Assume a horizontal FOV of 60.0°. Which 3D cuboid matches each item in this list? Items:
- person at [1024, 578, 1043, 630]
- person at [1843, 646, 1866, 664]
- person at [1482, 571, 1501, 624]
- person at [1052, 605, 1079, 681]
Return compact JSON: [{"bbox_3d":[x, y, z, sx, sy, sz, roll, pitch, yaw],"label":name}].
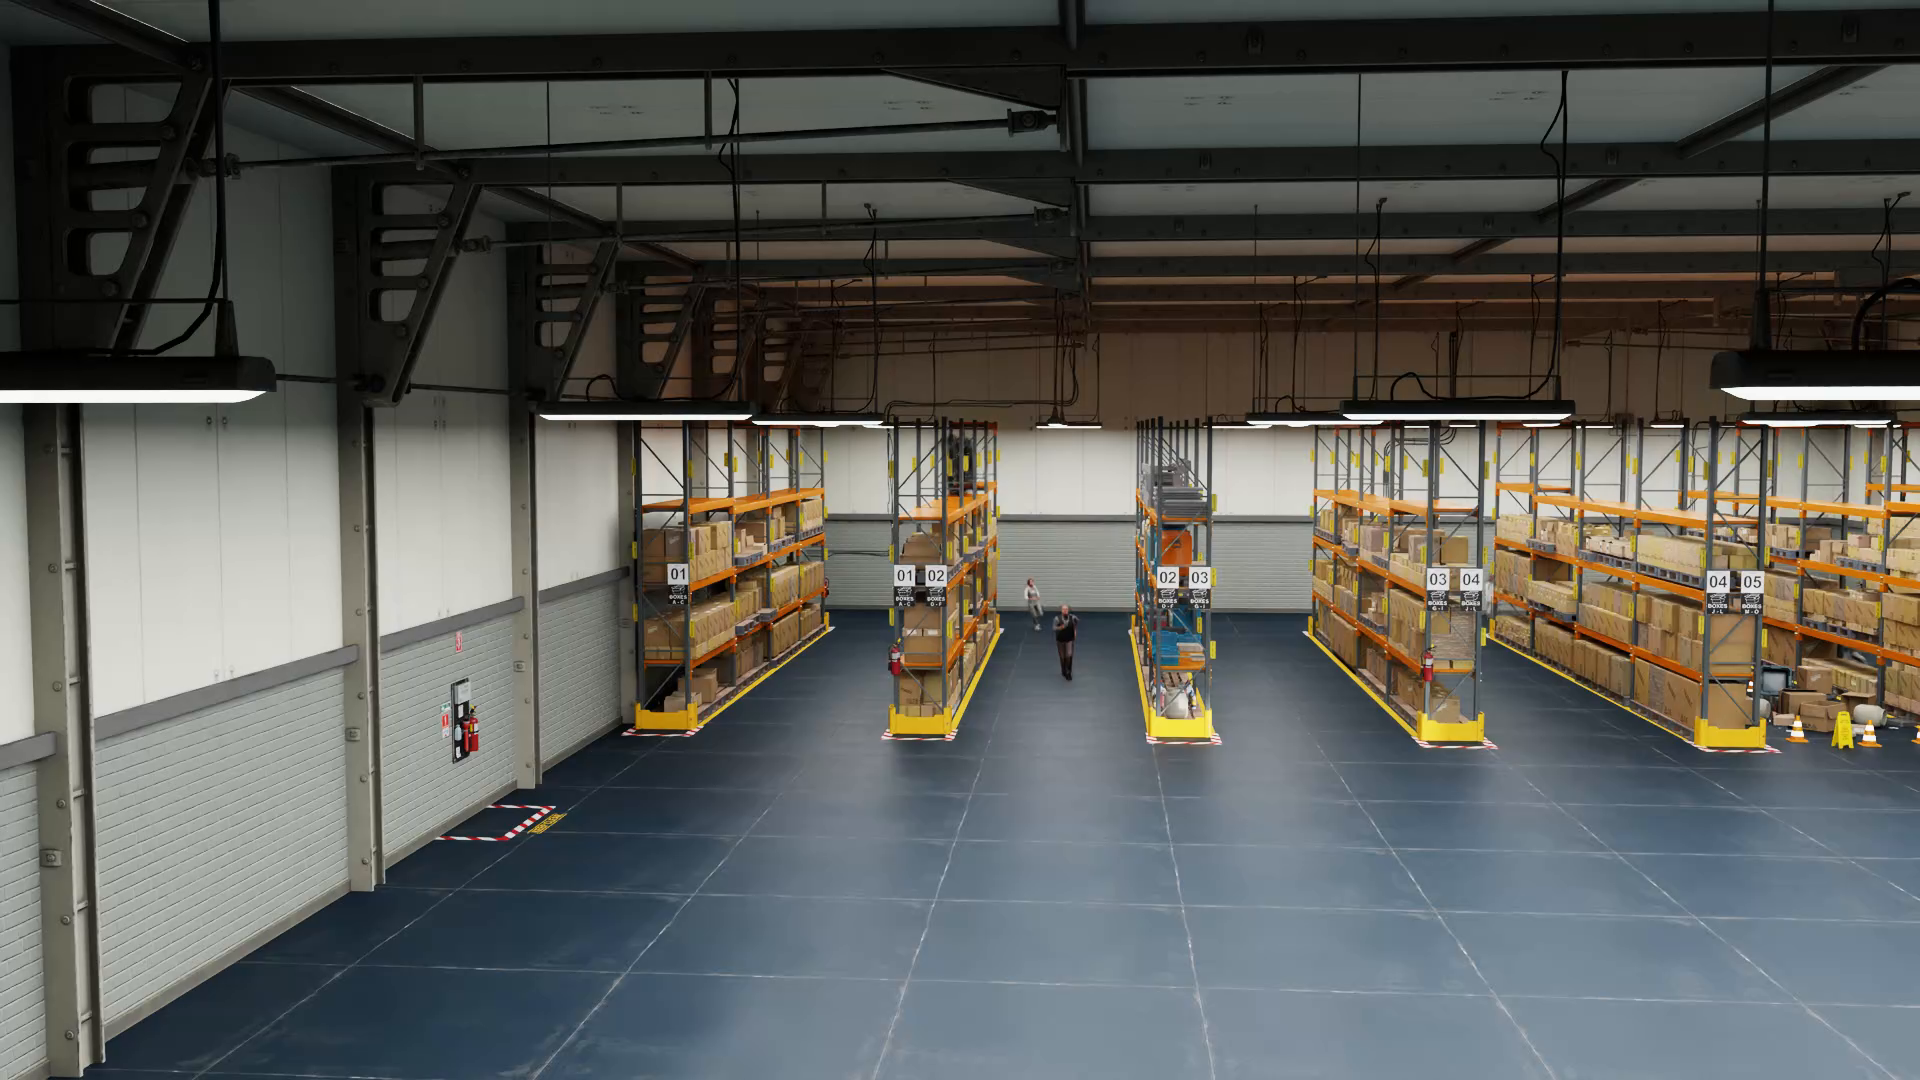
[{"bbox_3d":[2.093,1.838,47.580,0.595,1.519,0.564,-2,4,-24],"label":"person"},{"bbox_3d":[21.106,2.363,39.331,0.608,1.665,0.750,0,4,-3],"label":"person"},{"bbox_3d":[15.161,1.759,47.366,0.729,1.797,0.634,-2,4,-23],"label":"person"},{"bbox_3d":[2.429,2.377,38.351,0.627,1.776,0.828,0,4,4],"label":"person"}]
